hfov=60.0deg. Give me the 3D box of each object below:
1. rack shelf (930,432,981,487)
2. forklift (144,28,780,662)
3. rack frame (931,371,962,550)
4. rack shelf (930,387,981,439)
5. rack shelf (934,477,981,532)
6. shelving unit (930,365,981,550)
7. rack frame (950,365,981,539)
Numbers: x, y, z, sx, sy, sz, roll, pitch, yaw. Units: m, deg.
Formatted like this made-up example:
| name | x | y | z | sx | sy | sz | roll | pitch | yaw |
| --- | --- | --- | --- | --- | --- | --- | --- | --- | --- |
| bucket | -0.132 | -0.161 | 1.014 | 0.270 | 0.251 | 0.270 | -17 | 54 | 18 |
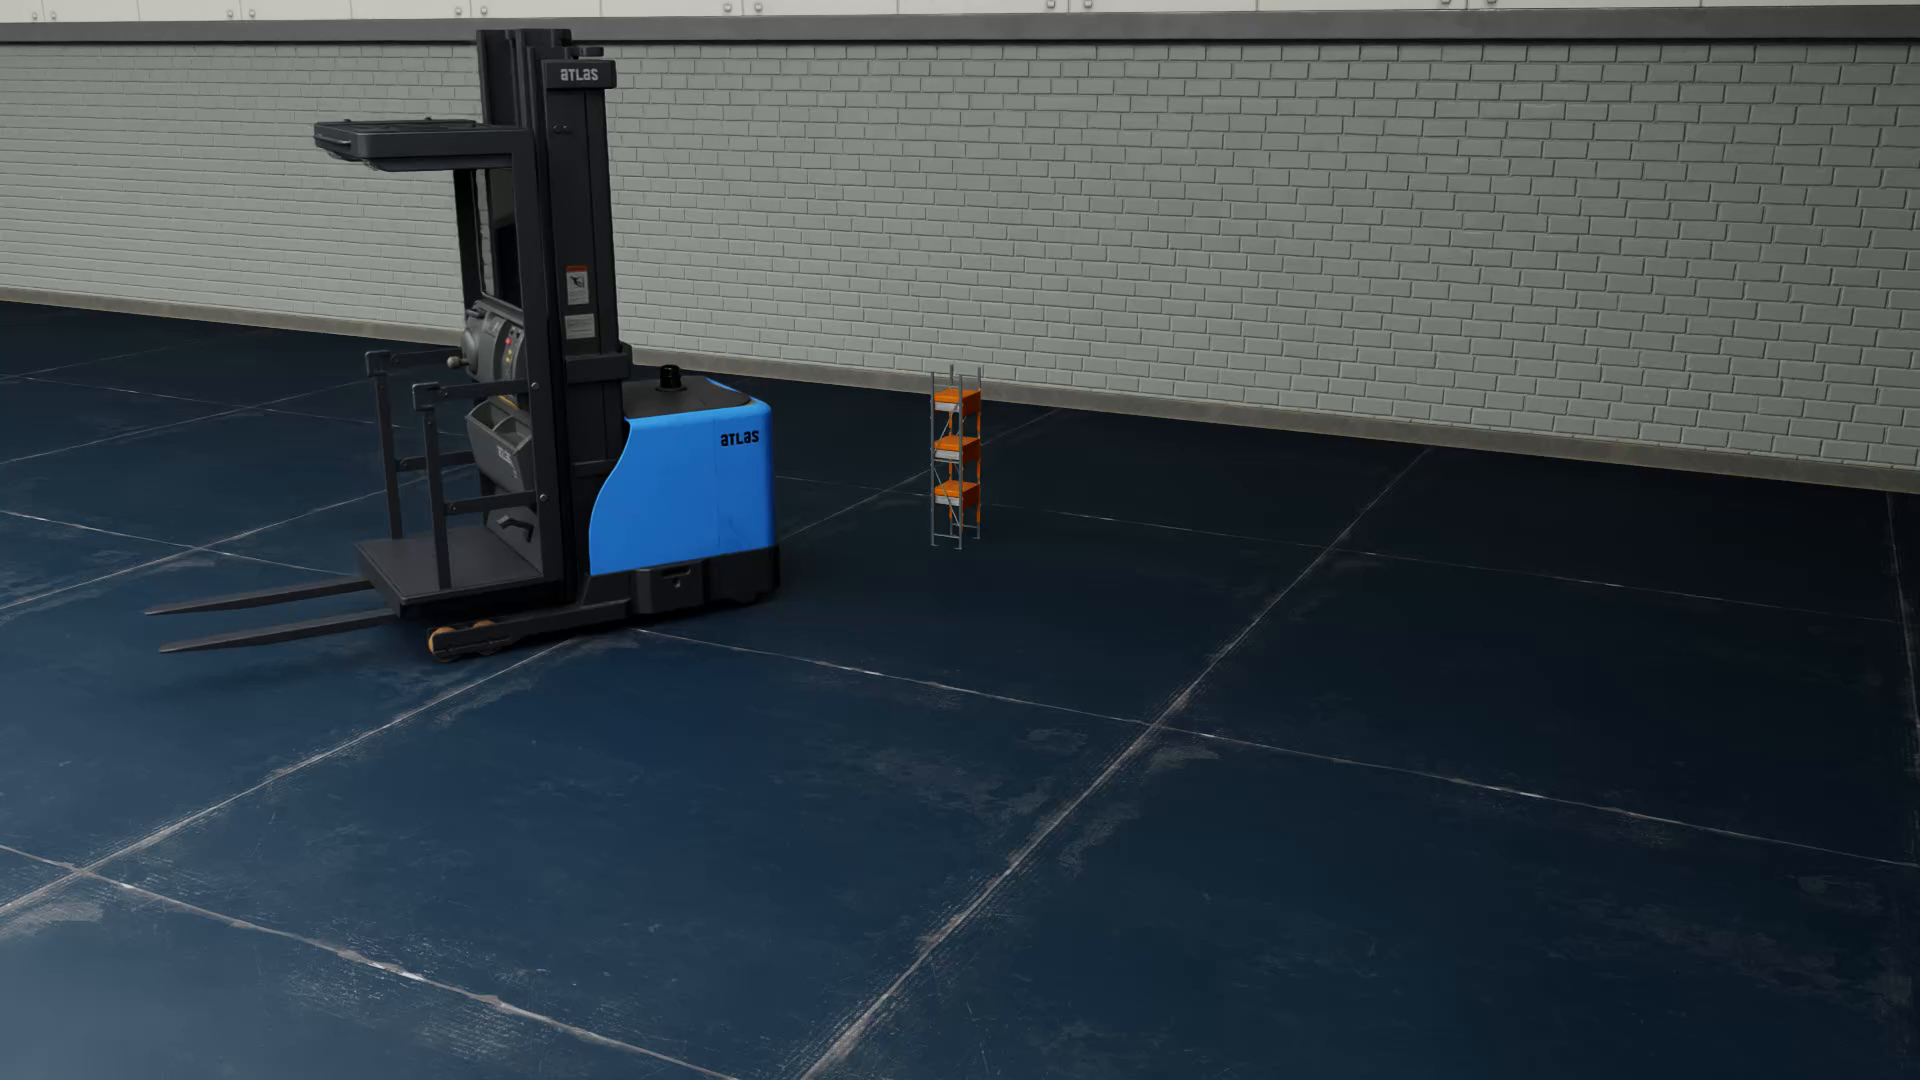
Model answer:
| name | x | y | z | sx | sy | sz | roll | pitch | yaw |
| --- | --- | --- | --- | --- | --- | --- | --- | --- | --- |
| rack shelf | -0.024 | -0.479 | 9.832 | 0.215 | 0.259 | 0.240 | 8 | 18 | 25 |
| forklift | -2.497 | -0.987 | 8.199 | 3.031 | 2.935 | 1.130 | -10 | 19 | -29 |
| rack frame | -0.078 | -0.459 | 9.724 | 0.200 | 1.050 | 0.008 | 8 | 18 | 25 |
| rack shelf | -0.024 | -0.752 | 9.751 | 0.215 | 0.259 | 0.240 | 8 | 18 | 25 |
| rack shelf | -0.024 | -0.213 | 9.911 | 0.215 | 0.259 | 0.240 | 8 | 18 | 25 |
| shelving unit | -0.024 | -0.490 | 9.829 | 0.215 | 1.050 | 0.252 | 8 | 18 | 25 |
| rack frame | 0.031 | -0.521 | 9.934 | 0.200 | 1.050 | 0.008 | 8 | 18 | 25 |
